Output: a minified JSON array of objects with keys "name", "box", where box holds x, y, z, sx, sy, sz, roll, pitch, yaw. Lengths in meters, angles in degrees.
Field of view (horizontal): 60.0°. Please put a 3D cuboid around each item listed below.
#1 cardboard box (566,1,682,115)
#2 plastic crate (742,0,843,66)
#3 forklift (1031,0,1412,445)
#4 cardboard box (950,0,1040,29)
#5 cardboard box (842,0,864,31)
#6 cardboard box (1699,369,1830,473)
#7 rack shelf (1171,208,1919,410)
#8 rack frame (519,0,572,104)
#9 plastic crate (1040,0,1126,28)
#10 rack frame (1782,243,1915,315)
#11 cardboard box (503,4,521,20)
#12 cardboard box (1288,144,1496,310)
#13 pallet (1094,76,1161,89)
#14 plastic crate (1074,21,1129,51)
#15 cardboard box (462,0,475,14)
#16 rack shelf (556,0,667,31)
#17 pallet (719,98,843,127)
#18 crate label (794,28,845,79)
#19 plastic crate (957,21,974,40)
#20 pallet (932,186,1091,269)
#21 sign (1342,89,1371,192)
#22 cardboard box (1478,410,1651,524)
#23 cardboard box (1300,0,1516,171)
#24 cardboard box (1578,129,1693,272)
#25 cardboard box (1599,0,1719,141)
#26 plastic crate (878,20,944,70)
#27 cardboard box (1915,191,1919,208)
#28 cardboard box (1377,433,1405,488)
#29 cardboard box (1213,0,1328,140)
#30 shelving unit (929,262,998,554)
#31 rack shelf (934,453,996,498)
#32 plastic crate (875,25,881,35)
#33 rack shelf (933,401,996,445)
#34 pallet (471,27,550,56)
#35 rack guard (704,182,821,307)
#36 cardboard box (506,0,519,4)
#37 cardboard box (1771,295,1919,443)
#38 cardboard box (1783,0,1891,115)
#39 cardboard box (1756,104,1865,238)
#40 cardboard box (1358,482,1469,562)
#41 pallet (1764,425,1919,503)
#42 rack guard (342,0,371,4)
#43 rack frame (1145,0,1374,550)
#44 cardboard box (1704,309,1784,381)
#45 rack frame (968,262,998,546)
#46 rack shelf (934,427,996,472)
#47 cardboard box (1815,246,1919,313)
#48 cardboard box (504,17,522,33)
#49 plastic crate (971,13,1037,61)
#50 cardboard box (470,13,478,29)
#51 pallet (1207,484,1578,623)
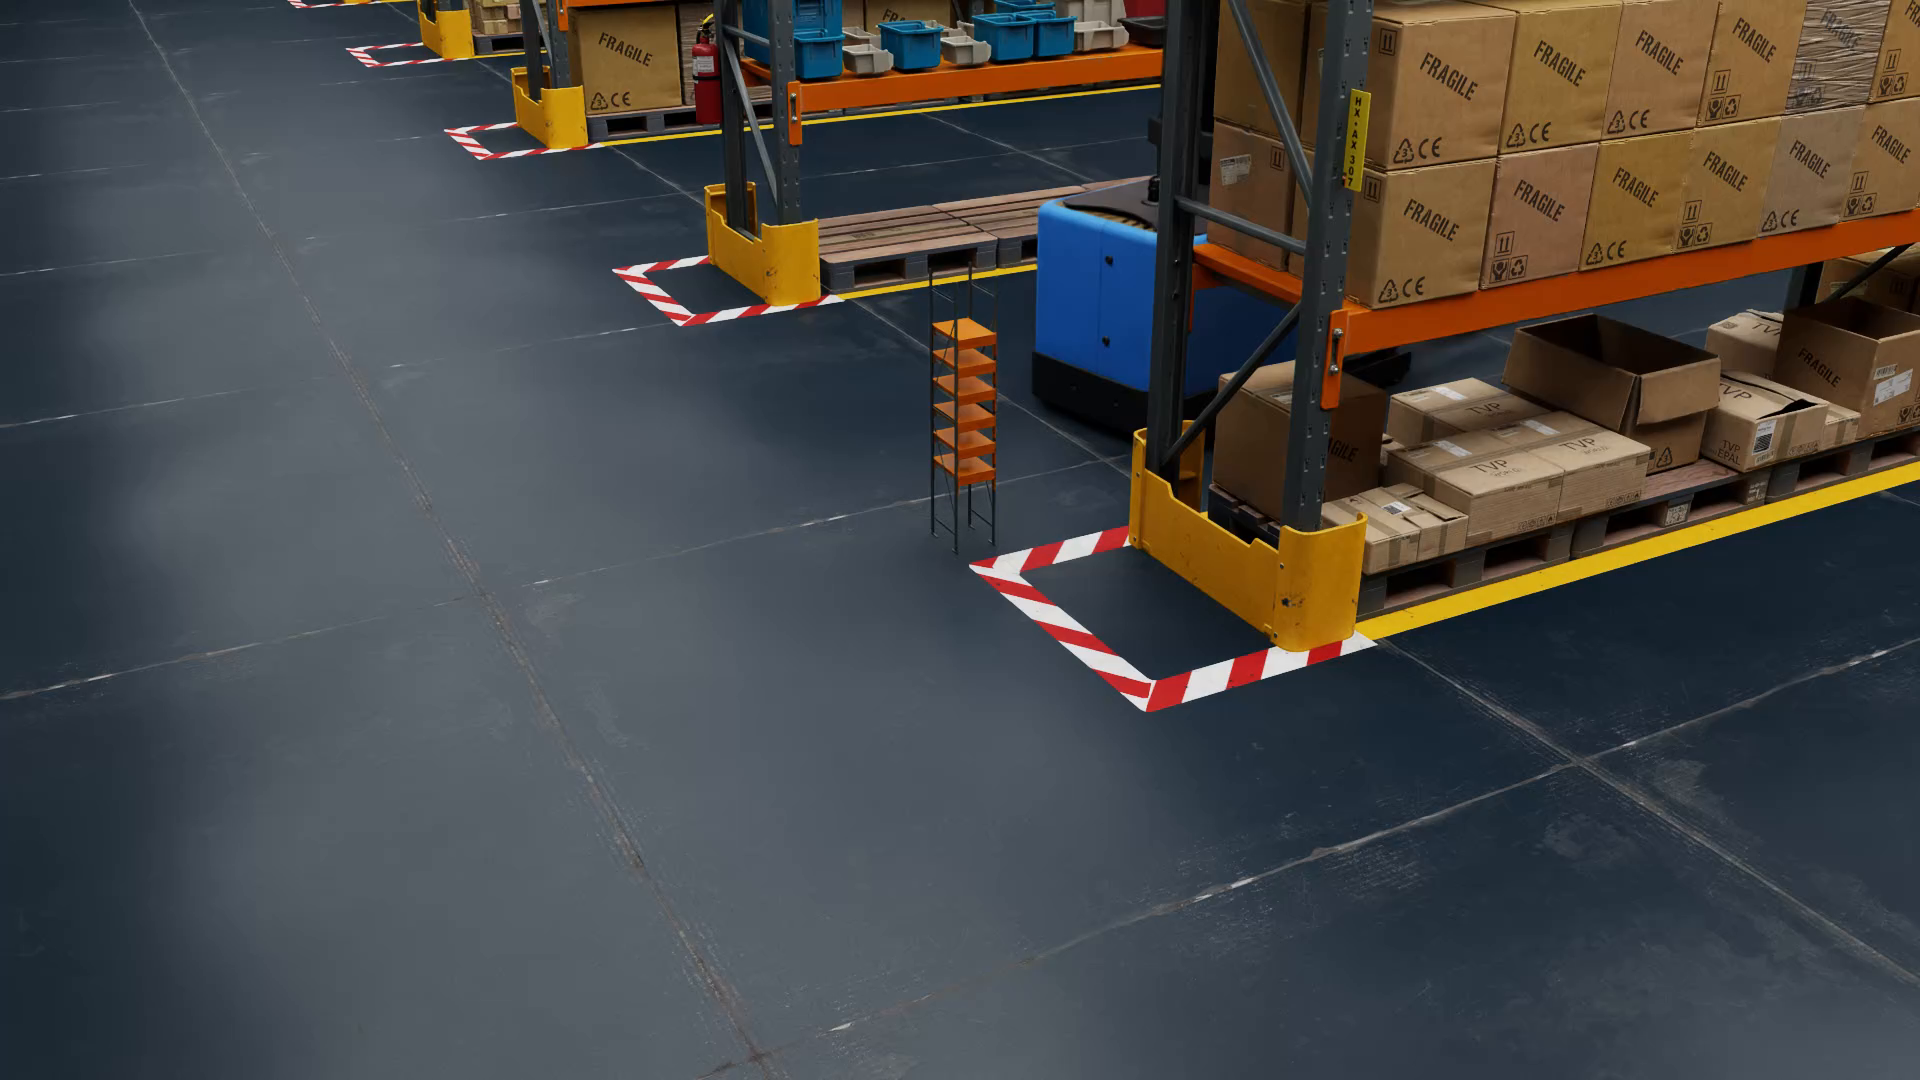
[{"name":"cardboard box","box":[-3.062,-4.332,14.776,0.875,0.875,0.875,-13,29,-25]},{"name":"plastic crate","box":[-1.051,-3.230,10.402,0.499,0.435,0.616,-13,29,-25]},{"name":"forklift","box":[1.823,-2.286,8.624,3.031,2.935,1.130,-20,32,-36]},{"name":"cardboard box","box":[0.496,-5.123,16.425,0.875,0.875,1.225,-13,29,-25]},{"name":"cardboard box","box":[-1.474,-4.698,15.539,0.875,0.875,0.875,-13,29,-25]},{"name":"cardboard box","box":[3.568,-0.579,7.588,0.500,0.311,0.500,-13,29,-25]},{"name":"rack shelf","box":[2.834,-1.238,7.194,4.000,0.370,1.077,-13,29,-25]},{"name":"rack frame","box":[-3.589,-4.939,14.072,0.127,3.000,1.000,-13,29,-25]},{"name":"plastic crate","box":[0.837,-3.595,11.340,0.530,0.282,0.437,-13,29,-25]},{"name":"rack frame","box":[4.599,-1.970,7.887,0.127,3.000,1.000,-13,29,-25]},{"name":"cardboard box","box":[-4.982,-5.935,18.611,0.250,0.149,0.380,-13,29,-25]},{"name":"cardboard box","box":[1.585,-1.190,6.147,0.500,0.500,0.500,-12,28,-24]},{"name":"pallet","box":[1.664,-4.933,17.280,1.213,0.211,1.003,-13,29,-25]},{"name":"plastic crate","box":[0.876,-3.301,10.895,0.466,0.136,0.293,-13,29,-25]},{"name":"cardboard box","box":[-5.502,-6.109,18.973,0.250,0.149,0.380,-14,29,-26]},{"name":"rack shelf","box":[-1.824,-5.022,15.076,4.000,0.370,1.077,-13,29,-25]},{"name":"pallet","box":[-1.845,-4.122,15.591,1.213,0.211,1.003,-13,29,-25]},{"name":"crate label","box":[-0.886,-2.924,9.998,0.303,0.233,0.416,-13,29,-25]},{"name":"plastic crate","box":[0.125,-3.378,11.055,0.250,0.136,0.298,-13,29,-25]},{"name":"pallet","box":[0.563,-2.190,11.568,1.213,0.211,1.003,-13,29,-25]},{"name":"sign","box":[1.325,-1.338,5.571,0.005,0.325,0.100,-13,29,-25]},{"name":"cardboard box","box":[2.565,-0.320,7.119,0.500,0.250,0.500,-13,29,-25]},{"name":"cardboard box","box":[1.585,-1.641,5.931,0.500,0.500,0.500,-12,28,-24]},{"name":"cardboard box","box":[2.482,-1.398,6.581,0.500,0.500,0.500,-13,29,-25]},{"name":"cardboard box","box":[2.486,-1.850,6.367,0.500,0.500,0.500,-13,28,-24]},{"name":"plastic crate","box":[-0.305,-3.058,10.277,0.300,0.233,0.416,-13,29,-25]},{"name":"cardboard box","box":[4.278,-1.815,7.449,0.500,0.500,0.500,-12,28,-24]},{"name":"cardboard box","box":[1.833,-0.329,7.235,0.250,0.166,0.380,-13,29,-25]},{"name":"cardboard box","box":[1.333,-1.847,6.360,0.500,0.500,0.500,-13,29,-26]},{"name":"shelving unit","box":[0.013,-0.544,6.996,0.189,1.200,0.258,-13,29,-25]},{"name":"rack shelf","box":[0.013,-0.287,7.120,0.180,0.103,0.258,-13,29,-25]},{"name":"plastic crate","box":[-0.361,-3.245,10.777,0.243,0.136,0.396,-13,29,-25]},{"name":"rack shelf","box":[0.013,-0.504,7.016,0.180,0.103,0.258,-13,29,-25]},{"name":"pallet","box":[-5.033,-5.764,19.012,1.213,0.211,1.003,-13,29,-25]},{"name":"rack guard","box":[-1.273,-1.911,10.652,0.348,0.500,1.175,-13,29,-25]},{"name":"cardboard box","box":[-5.025,-6.105,18.622,0.250,0.149,0.380,-12,28,-24]},{"name":"cardboard box","box":[4.229,-0.817,7.866,0.500,0.500,0.500,-13,29,-25]},{"name":"cardboard box","box":[3.379,-2.056,6.795,0.500,0.500,0.500,-13,28,-25]},{"name":"cardboard box","box":[3.372,-1.604,7.010,0.500,0.500,0.500,-12,28,-24]},{"name":"cardboard box","box":[1.821,-0.081,6.719,0.250,0.166,0.380,-13,29,-25]},{"name":"pallet","box":[3.992,-0.573,8.200,1.213,0.211,1.003,-13,29,-25]},{"name":"rack guard","box":[-8.273,-7.592,22.485,0.348,0.500,1.175,-13,29,-25]},{"name":"rack frame","box":[1.069,-1.155,6.190,0.127,3.000,1.000,-13,29,-25]},{"name":"cardboard box","box":[4.127,-0.953,8.368,0.500,0.311,0.500,-13,29,-25]},{"name":"rack frame","box":[0.094,-0.562,7.035,0.006,1.200,0.240,-13,29,-25]},{"name":"rack shelf","box":[0.013,-0.396,7.068,0.180,0.103,0.258,-13,29,-25]},{"name":"cardboard box","box":[4.899,-1.251,8.770,0.500,0.500,0.500,-13,29,-25]},{"name":"cardboard box","box":[-5.028,-5.827,18.730,0.250,0.149,0.380,-13,29,-25]},{"name":"plastic crate","box":[0.276,-3.192,10.557,0.300,0.233,0.416,-13,29,-25]},{"name":"cardboard box","box":[-5.467,-5.945,18.975,0.250,0.149,0.380,-12,28,-24]},{"name":"pallet","box":[1.839,-0.076,7.165,1.213,0.211,1.003,-13,29,-25]}]
